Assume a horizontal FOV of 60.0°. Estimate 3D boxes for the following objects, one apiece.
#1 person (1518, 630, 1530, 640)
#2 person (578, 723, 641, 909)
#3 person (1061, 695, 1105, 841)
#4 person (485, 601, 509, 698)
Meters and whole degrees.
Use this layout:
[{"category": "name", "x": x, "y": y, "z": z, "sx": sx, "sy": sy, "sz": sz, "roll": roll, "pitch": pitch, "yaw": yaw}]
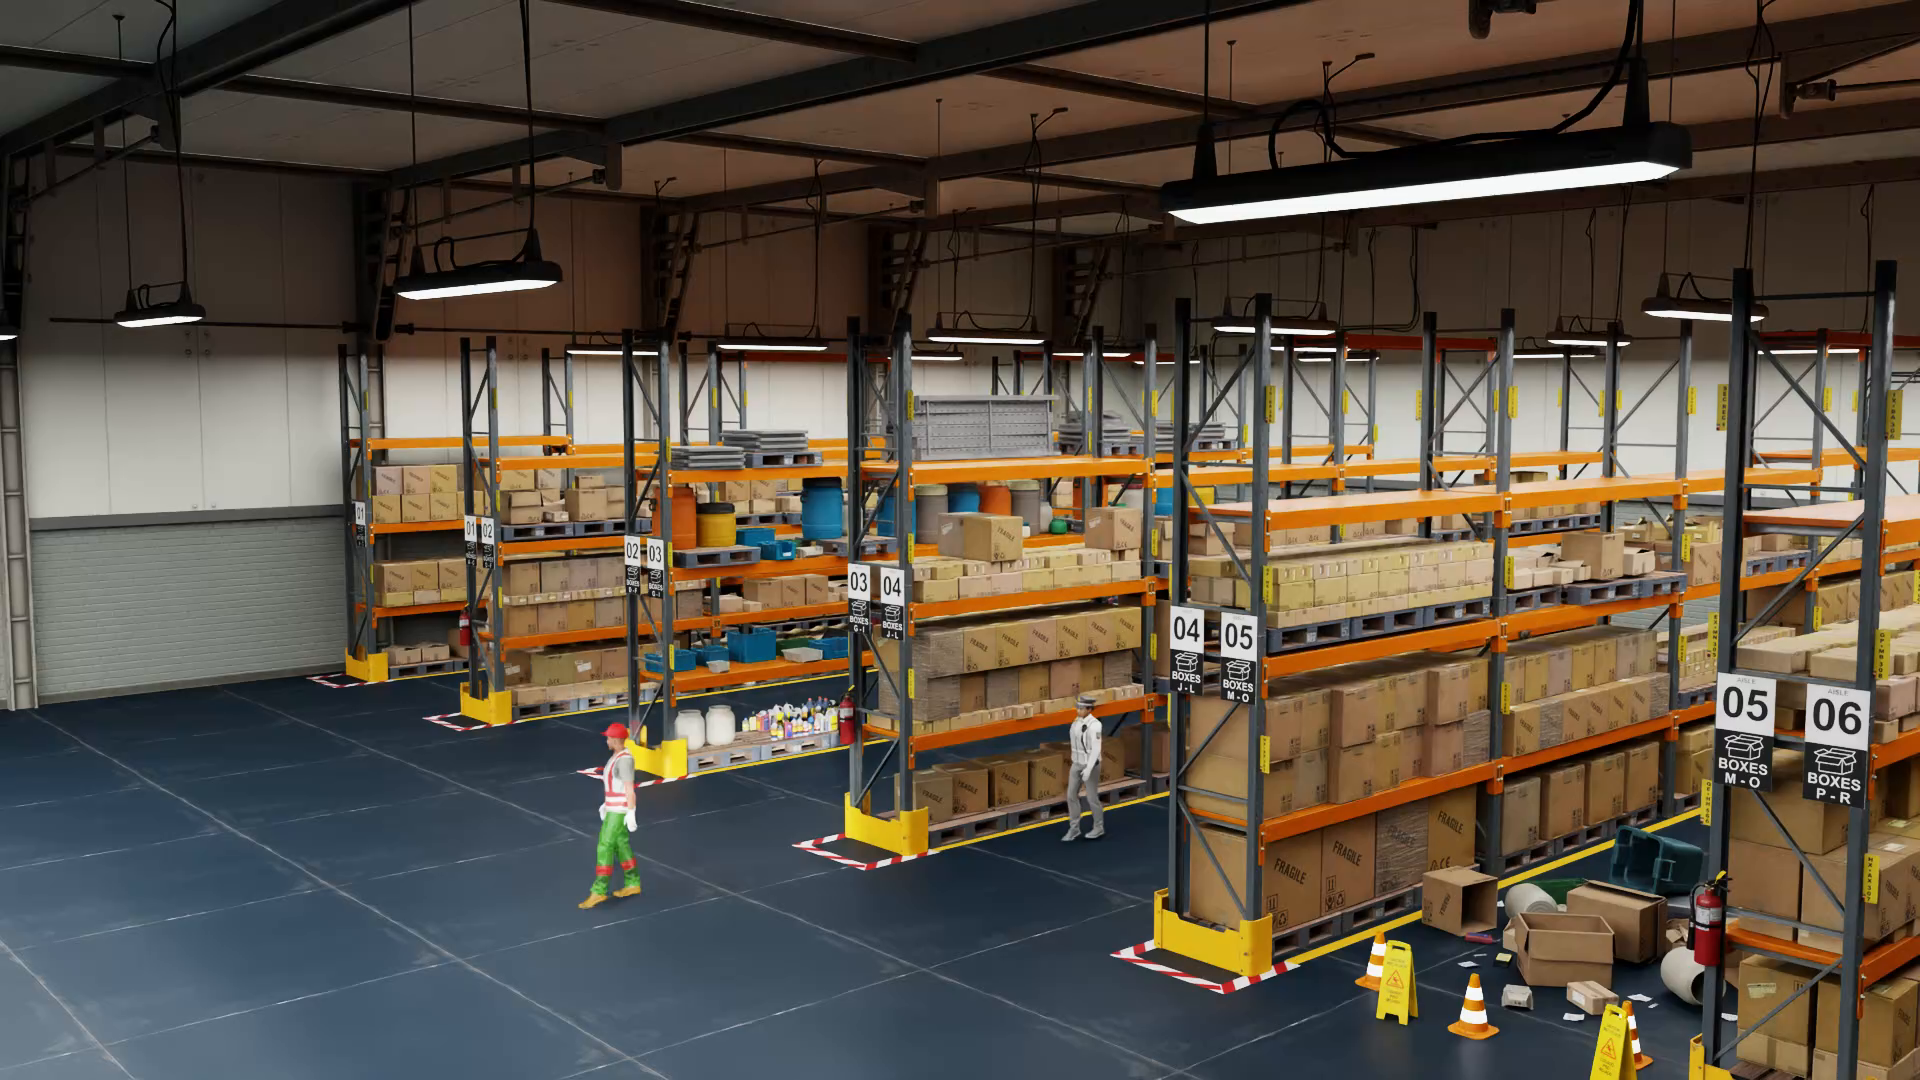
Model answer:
[{"category": "person", "x": 8.357, "y": 2.133, "z": 24.735, "sx": 0.484, "sy": 1.652, "sz": 0.511, "roll": -3, "pitch": 6, "yaw": -31}, {"category": "person", "x": -3.578, "y": 2.763, "z": 16.906, "sx": 0.639, "sy": 1.791, "sz": 0.623, "roll": -1, "pitch": 5, "yaw": -14}, {"category": "person", "x": 1.430, "y": 2.640, "z": 19.154, "sx": 0.510, "sy": 1.723, "sz": 0.528, "roll": -4, "pitch": 6, "yaw": -35}, {"category": "person", "x": -7.777, "y": 1.832, "z": 28.159, "sx": 0.540, "sy": 1.658, "sz": 0.534, "roll": 4, "pitch": 7, "yaw": 39}]
